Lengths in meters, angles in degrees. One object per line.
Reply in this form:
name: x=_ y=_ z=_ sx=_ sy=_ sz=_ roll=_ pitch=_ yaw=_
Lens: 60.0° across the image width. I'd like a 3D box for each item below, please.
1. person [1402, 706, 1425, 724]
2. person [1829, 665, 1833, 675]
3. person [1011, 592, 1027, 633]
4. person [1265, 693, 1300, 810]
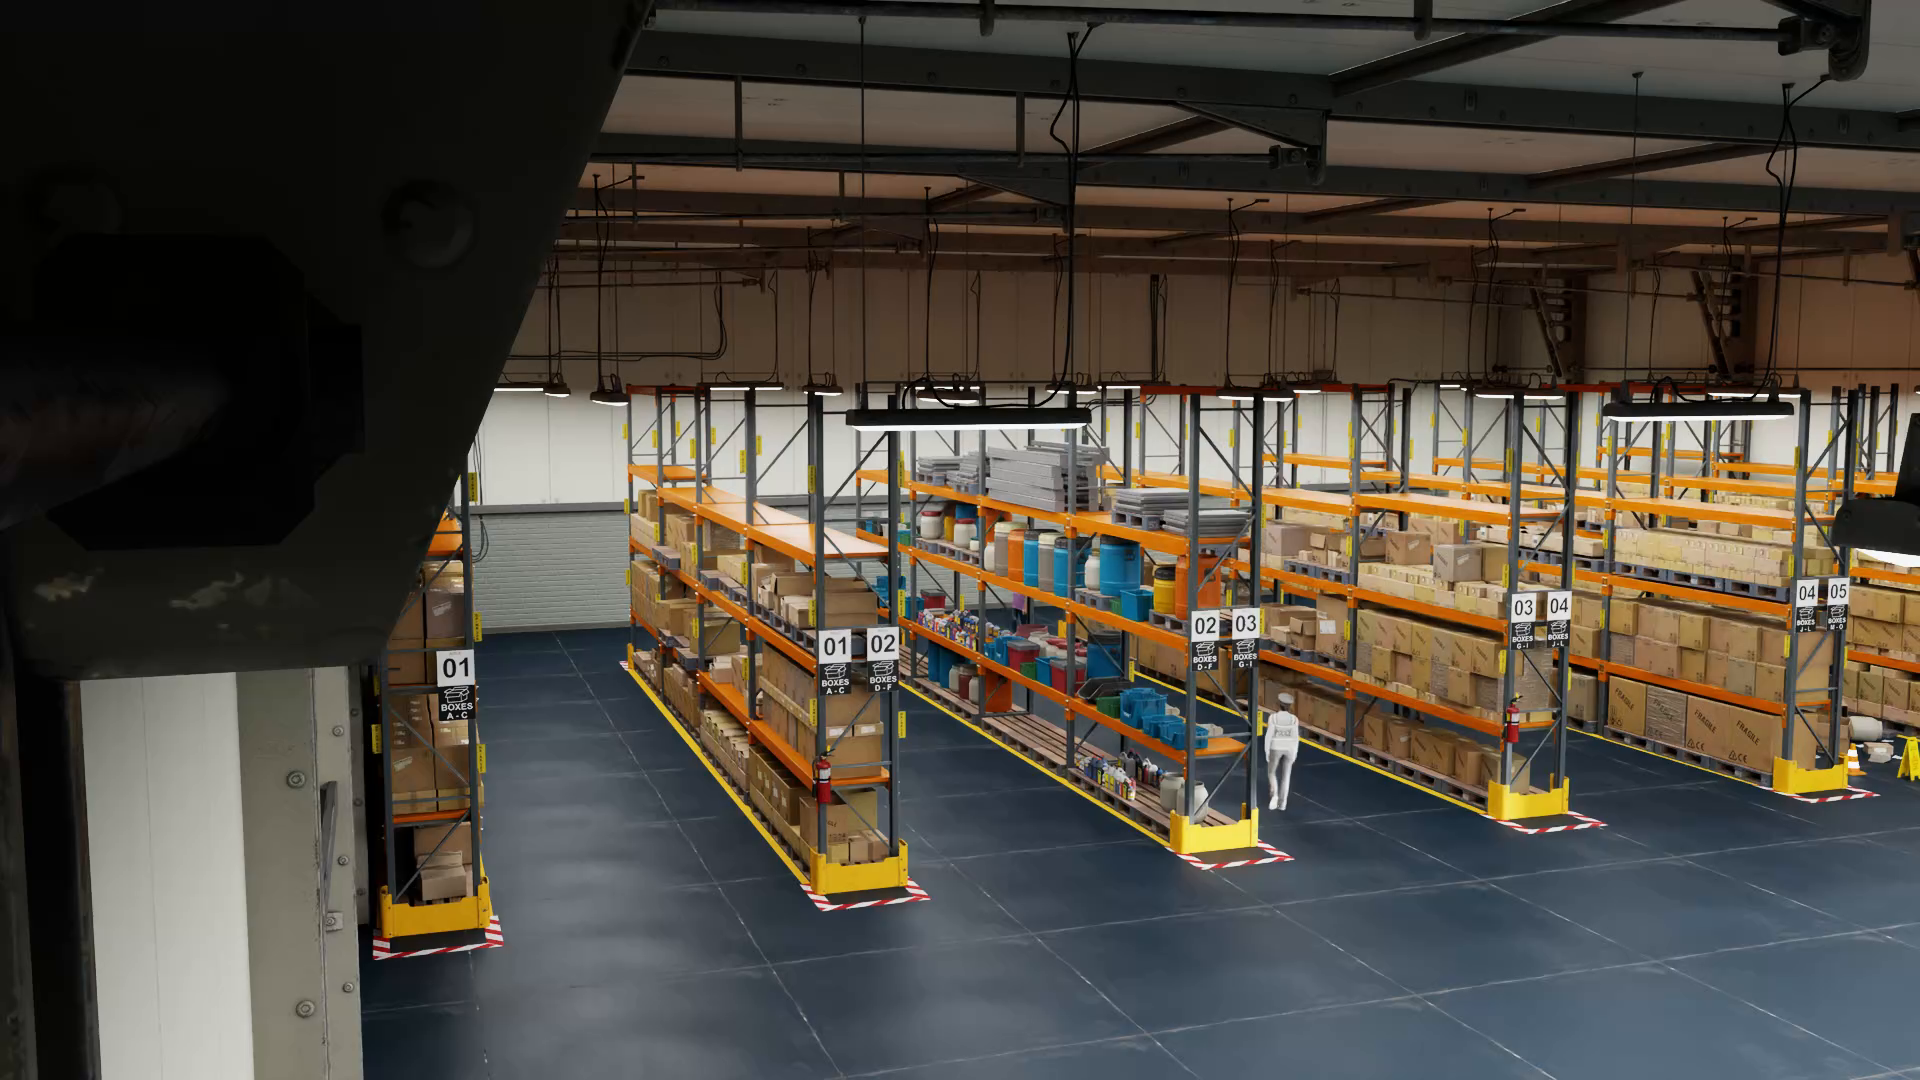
person: x=8.071 y=2.416 z=29.572 sx=0.392 sy=1.727 sz=0.573 roll=-5 pitch=8 yaw=-38
person: x=17.257 y=2.147 z=33.124 sx=0.640 sy=1.668 sz=0.806 roll=-2 pitch=6 yaw=-20
person: x=1.417 y=1.579 z=38.408 sx=0.419 sy=1.569 sz=0.751 roll=4 pitch=7 yaw=34
person: x=4.599 y=3.029 z=23.761 sx=0.488 sy=1.682 sz=0.436 roll=1 pitch=6 yaw=11
